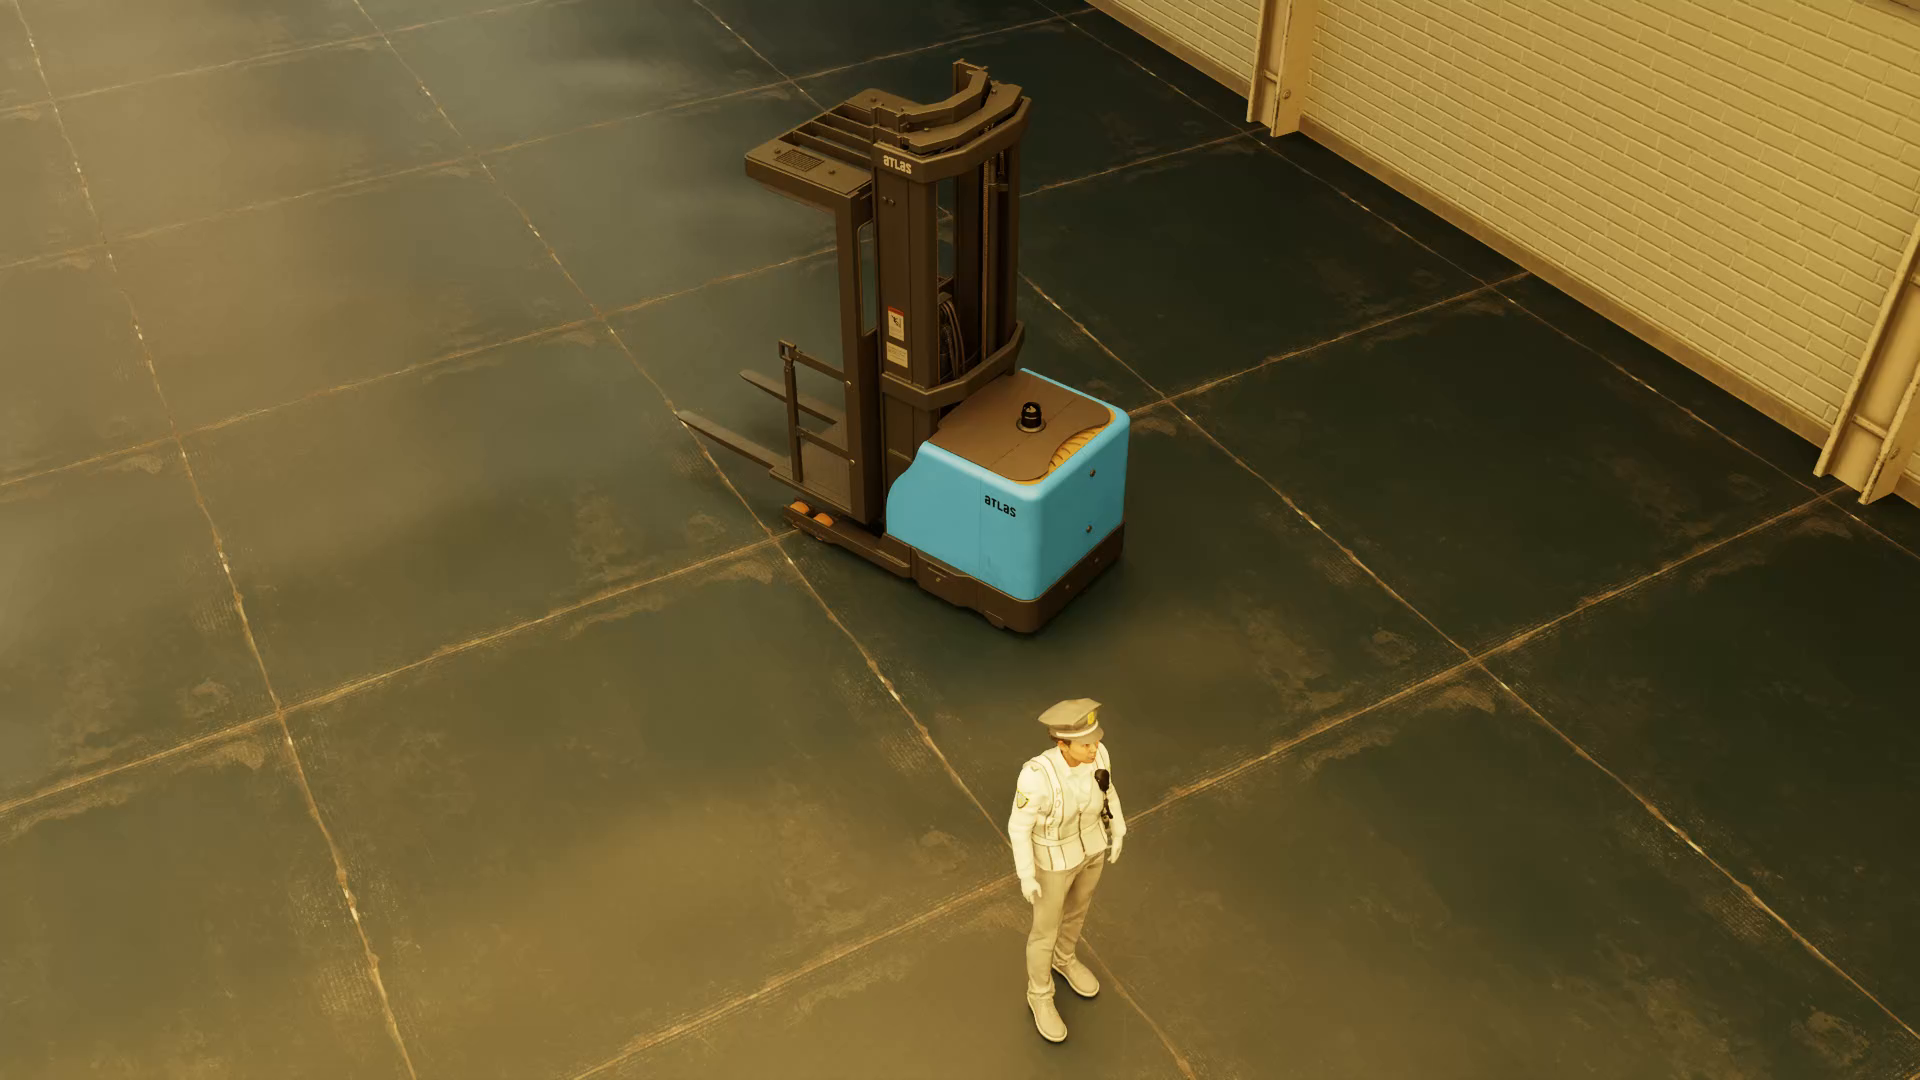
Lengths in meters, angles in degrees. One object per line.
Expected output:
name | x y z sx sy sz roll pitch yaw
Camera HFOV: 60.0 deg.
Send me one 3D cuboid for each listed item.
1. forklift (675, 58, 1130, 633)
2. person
forklift | -0.481 -1.366 9.683 3.031 2.935 1.130 26 46 28
person | 0.511 1.409 7.295 0.586 1.694 0.531 -23 45 -26
